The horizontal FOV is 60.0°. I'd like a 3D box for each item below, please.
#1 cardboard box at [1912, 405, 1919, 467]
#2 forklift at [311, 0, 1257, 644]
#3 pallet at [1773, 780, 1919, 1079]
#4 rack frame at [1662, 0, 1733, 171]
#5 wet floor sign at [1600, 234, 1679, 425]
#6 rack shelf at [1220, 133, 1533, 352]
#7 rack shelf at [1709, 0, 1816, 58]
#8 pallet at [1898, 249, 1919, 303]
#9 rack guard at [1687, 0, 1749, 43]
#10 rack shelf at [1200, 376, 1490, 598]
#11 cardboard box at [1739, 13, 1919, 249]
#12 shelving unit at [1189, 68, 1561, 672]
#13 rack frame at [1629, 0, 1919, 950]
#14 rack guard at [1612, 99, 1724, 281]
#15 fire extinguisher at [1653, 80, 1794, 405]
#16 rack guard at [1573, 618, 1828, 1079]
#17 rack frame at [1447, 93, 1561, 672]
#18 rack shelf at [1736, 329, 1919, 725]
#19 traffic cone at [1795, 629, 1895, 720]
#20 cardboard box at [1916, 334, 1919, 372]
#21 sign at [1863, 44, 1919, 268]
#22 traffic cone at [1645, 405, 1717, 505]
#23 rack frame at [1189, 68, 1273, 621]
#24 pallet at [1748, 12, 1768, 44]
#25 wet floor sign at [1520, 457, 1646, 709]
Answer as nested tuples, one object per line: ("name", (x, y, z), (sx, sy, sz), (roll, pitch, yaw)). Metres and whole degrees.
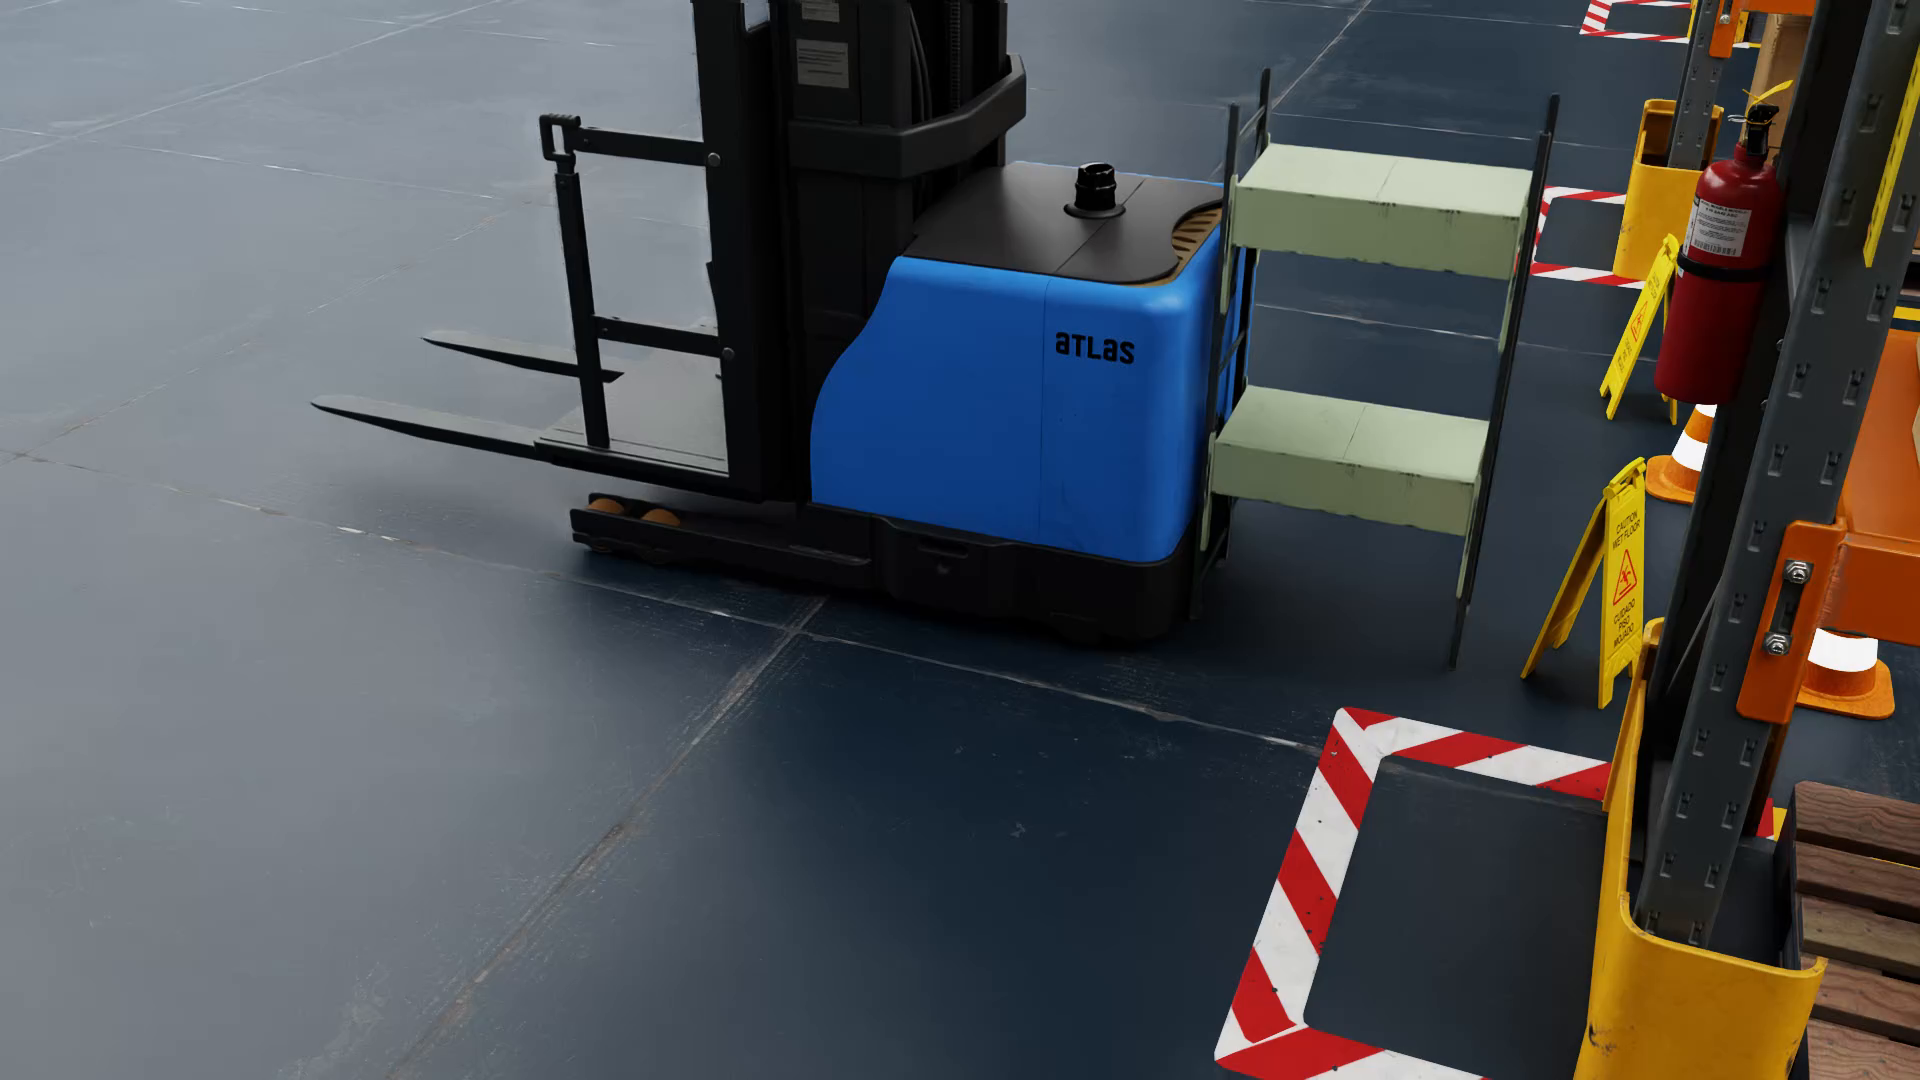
("cardboard box", (1.729, -0.147, 2.717), (0.250, 0.149, 0.380), (11, 31, 19))
("forklift", (-0.666, -1.430, 4.801), (3.031, 2.935, 1.130), (11, 31, 18))
("pallet", (2.302, 0.981, 3.300), (1.213, 0.211, 1.003), (11, 31, 19))
("rack frame", (3.259, -2.689, 6.960), (0.127, 3.000, 1.000), (11, 31, 19))
("wet floor sign", (2.488, -0.767, 5.951), (0.232, 0.644, 0.267), (6, 30, 11))
("rack shelf", (1.090, -0.785, 4.322), (0.720, 0.370, 0.431), (11, 31, 18))
("rack shelf", (5.112, -2.006, 6.482), (4.000, 0.370, 1.077), (11, 31, 19))
("pallet", (4.029, -1.363, 7.447), (1.213, 0.211, 1.003), (11, 31, 19))
("rack guard", (5.288, -3.830, 11.518), (0.348, 0.500, 1.175), (11, 31, 19))
("rack shelf", (1.090, -0.162, 4.674), (0.720, 0.370, 0.431), (11, 31, 18))
("cardboard box", (3.912, -1.852, 7.211), (0.875, 0.875, 0.875), (11, 31, 19))
("shelving unit", (1.090, -0.445, 4.514), (0.755, 1.500, 0.431), (11, 31, 18))
("rack frame", (1.492, -0.414, 2.934), (0.127, 3.000, 1.000), (11, 31, 19))
("rack guard", (3.237, -1.606, 7.583), (0.348, 0.500, 1.175), (11, 31, 19))
("fire extinguisher", (1.559, -0.611, 3.362), (0.183, 0.674, 0.296), (11, 31, 19))
("rack guard", (1.562, 0.688, 3.524), (0.348, 0.500, 1.175), (11, 31, 19))
("rack frame", (1.431, -0.380, 4.399), (0.023, 1.500, 0.400), (11, 31, 18))
("rack shelf", (3.345, 0.269, 2.456), (4.000, 0.370, 1.077), (11, 31, 19))
("traffic cone", (2.375, 0.182, 4.458), (0.334, 0.463, 0.336), (11, 31, 19))
("cardboard box", (1.919, -0.333, 3.046), (0.250, 0.149, 0.380), (12, 32, 21))
("sign", (1.288, -0.543, 2.283), (0.005, 0.325, 0.100), (11, 31, 19))
("traffic cone", (2.477, -0.387, 5.464), (0.334, 0.463, 0.336), (11, 31, 19))
("rack frame", (0.749, -0.511, 4.629), (0.023, 1.500, 0.400), (11, 31, 18))
("pallet", (6.028, -3.538, 11.295), (1.213, 0.211, 1.003), (11, 31, 19))
("wet floor sign", (1.718, 0.088, 4.438), (0.232, 0.644, 0.267), (24, 37, 36))
